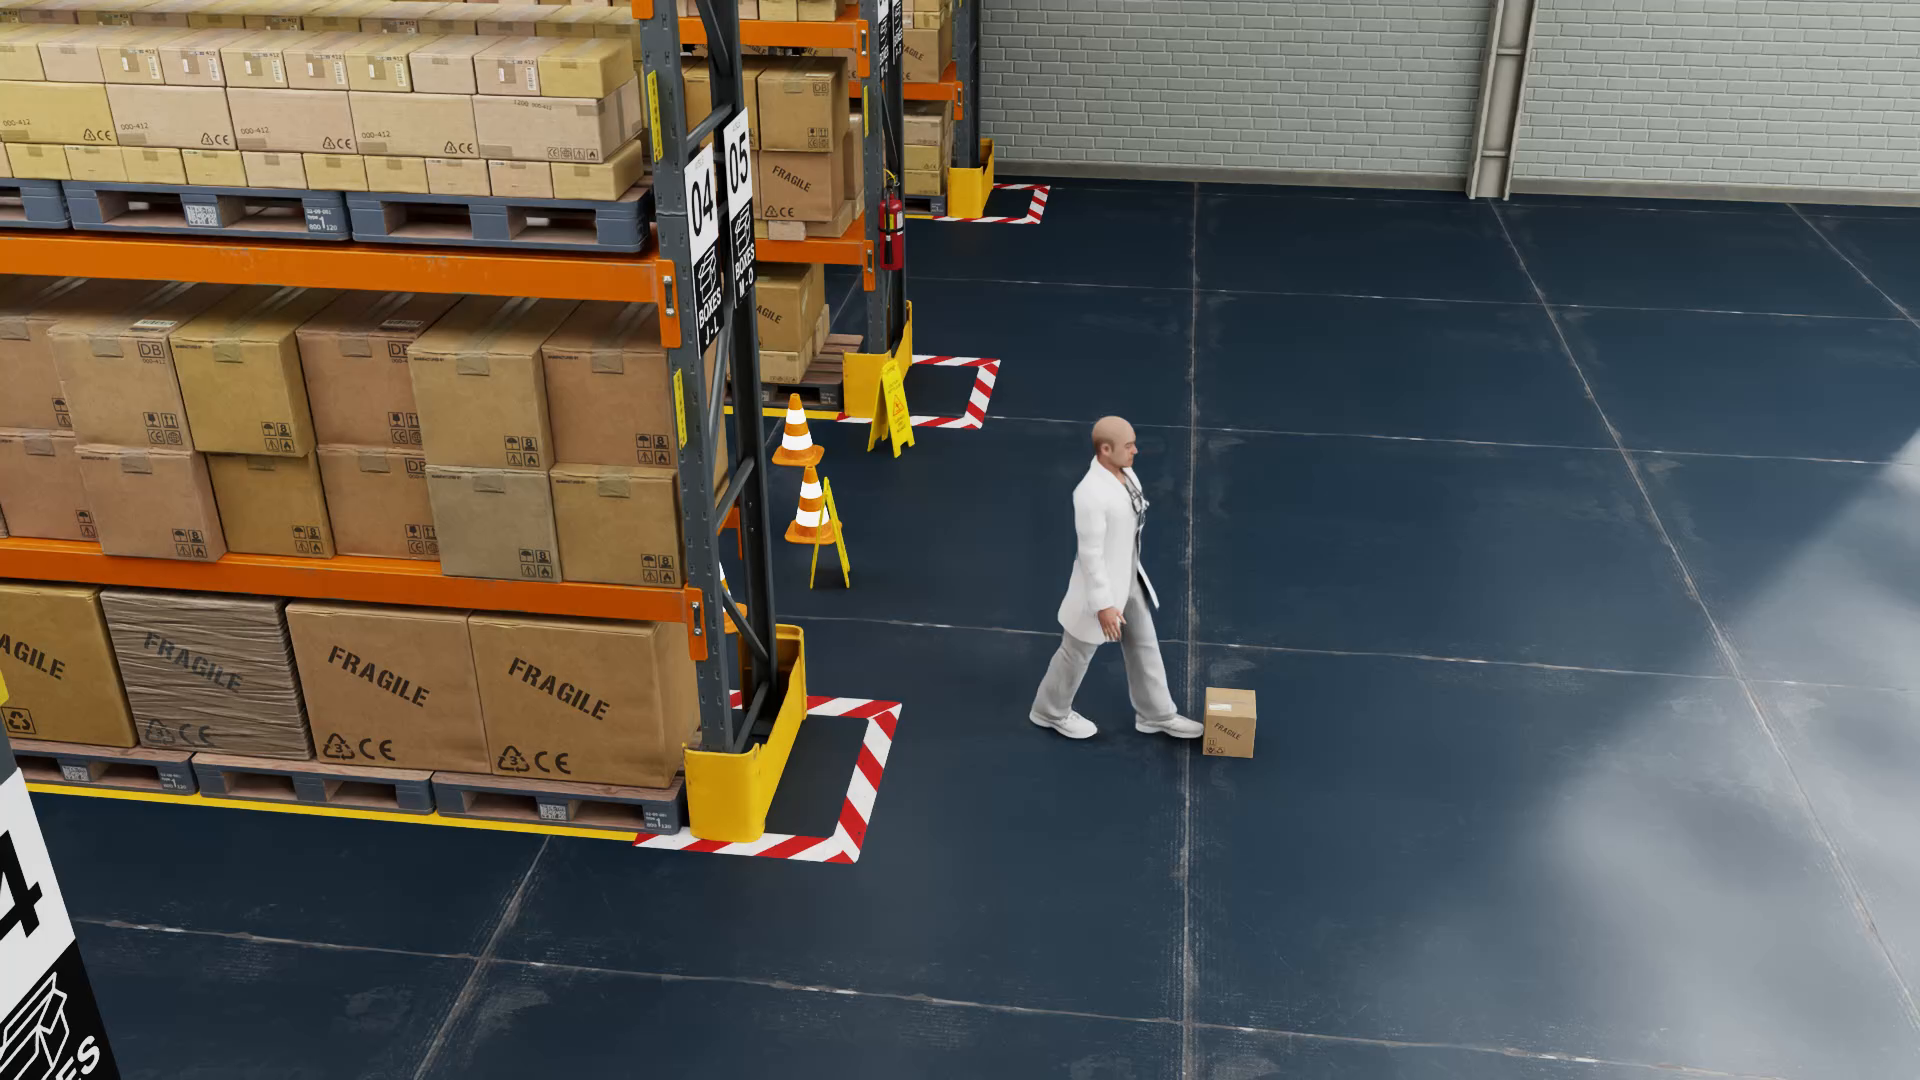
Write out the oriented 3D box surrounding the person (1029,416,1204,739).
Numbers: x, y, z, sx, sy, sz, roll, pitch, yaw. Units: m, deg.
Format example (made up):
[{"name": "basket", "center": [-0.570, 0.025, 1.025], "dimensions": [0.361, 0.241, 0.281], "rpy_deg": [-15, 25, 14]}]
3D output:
[{"name": "person", "center": [0.801, 0.228, 8.194], "dimensions": [0.898, 1.758, 0.628], "rpy_deg": [13, 31, 22]}]
